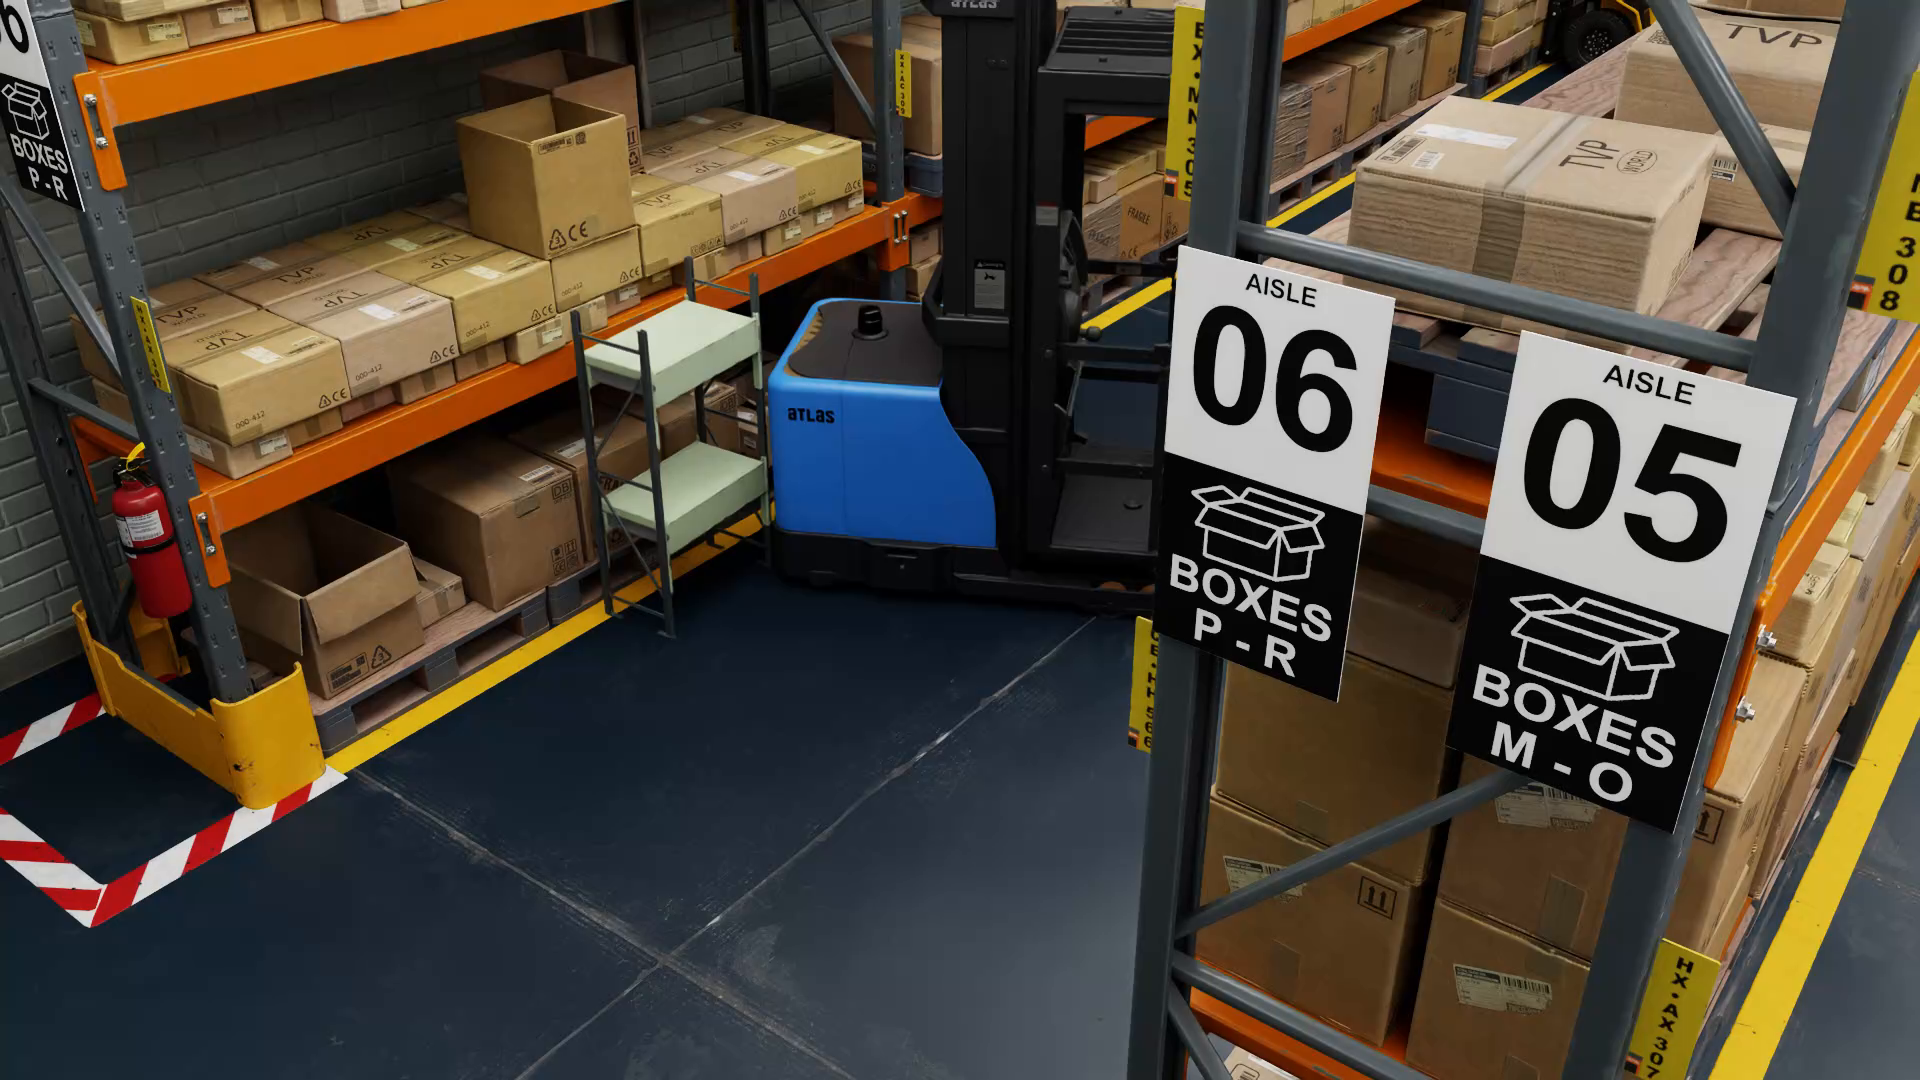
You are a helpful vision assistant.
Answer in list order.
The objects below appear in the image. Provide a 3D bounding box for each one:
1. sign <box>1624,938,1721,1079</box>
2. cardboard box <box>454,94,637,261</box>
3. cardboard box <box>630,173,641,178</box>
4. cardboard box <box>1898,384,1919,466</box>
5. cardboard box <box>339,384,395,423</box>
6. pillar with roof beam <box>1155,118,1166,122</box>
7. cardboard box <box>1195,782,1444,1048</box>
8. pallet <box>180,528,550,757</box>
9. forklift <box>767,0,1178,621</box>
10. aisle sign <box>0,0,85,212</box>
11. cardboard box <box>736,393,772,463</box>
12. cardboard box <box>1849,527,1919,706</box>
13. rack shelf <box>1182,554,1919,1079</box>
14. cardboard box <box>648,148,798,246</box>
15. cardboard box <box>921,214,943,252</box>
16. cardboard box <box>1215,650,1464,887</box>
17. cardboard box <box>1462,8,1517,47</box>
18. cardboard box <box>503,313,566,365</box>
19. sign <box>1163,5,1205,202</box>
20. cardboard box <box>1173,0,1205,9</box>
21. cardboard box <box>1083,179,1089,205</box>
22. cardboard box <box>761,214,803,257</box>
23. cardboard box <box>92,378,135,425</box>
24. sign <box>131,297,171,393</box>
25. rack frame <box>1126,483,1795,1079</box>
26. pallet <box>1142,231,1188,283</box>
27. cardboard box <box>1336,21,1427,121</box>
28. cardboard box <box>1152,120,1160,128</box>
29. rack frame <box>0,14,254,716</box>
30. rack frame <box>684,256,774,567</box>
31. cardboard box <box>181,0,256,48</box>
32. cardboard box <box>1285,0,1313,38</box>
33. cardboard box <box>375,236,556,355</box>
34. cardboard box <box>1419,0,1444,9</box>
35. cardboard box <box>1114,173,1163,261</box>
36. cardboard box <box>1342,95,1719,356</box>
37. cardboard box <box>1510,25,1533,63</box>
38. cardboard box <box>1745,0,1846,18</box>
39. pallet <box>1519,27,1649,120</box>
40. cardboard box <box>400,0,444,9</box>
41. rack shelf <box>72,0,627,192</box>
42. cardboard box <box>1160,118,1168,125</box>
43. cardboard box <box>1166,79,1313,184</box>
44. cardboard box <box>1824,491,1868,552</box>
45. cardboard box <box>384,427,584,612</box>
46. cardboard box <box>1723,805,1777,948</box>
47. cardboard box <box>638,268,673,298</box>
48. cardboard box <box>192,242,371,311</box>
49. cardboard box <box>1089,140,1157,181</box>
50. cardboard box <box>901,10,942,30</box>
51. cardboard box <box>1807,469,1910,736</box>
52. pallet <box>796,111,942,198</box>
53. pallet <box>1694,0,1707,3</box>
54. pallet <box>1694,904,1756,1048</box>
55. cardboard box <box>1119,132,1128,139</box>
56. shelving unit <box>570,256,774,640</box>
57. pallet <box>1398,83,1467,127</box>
[{"bbox_3d":[1.260,0.848,2.950,0.100,0.325,0.005,21,37,31],"label":"sign"},{"bbox_3d":[-1.744,-1.542,7.030,0.500,0.500,0.500,22,37,32],"label":"cardboard box"},{"bbox_3d":[-1.848,-1.601,7.864,0.500,0.250,0.500,22,37,32],"label":"cardboard box"},{"bbox_3d":[2.226,-0.347,4.179,0.380,0.149,0.250,20,36,30],"label":"cardboard box"},{"bbox_3d":[-2.473,-0.621,6.602,0.380,0.149,0.250,21,36,31],"label":"cardboard box"},{"bbox_3d":[5.192,-5.760,9.142,9.100,9.000,0.400,21,37,31],"label":"pillar with roof beam"},{"bbox_3d":[0.902,0.761,3.926,0.500,0.500,0.500,21,37,32],"label":"cardboard box"},{"bbox_3d":[-2.612,0.400,7.369,1.003,0.211,1.213,21,37,31],"label":"pallet"},{"bbox_3d":[0.688,-1.178,7.363,3.031,2.935,1.130,5,31,8],"label":"forklift"},{"bbox_3d":[-2.945,-1.445,5.196,0.394,0.787,0.004,21,37,31],"label":"aisle sign"},{"bbox_3d":[-1.041,-0.613,8.612,0.396,0.266,0.258,23,37,33],"label":"cardboard box"},{"bbox_3d":[2.562,0.099,5.042,0.500,0.500,0.500,21,36,31],"label":"cardboard box"},{"bbox_3d":[2.029,0.578,5.038,1.077,0.370,4.000,21,37,31],"label":"rack shelf"},{"bbox_3d":[-1.127,-1.644,7.937,0.500,0.250,0.500,21,37,31],"label":"cardboard box"},{"bbox_3d":[-0.176,-1.767,9.402,0.380,0.149,0.250,19,36,29],"label":"cardboard box"},{"bbox_3d":[0.923,0.339,3.657,0.500,0.500,0.500,22,37,33],"label":"cardboard box"},{"bbox_3d":[4.644,-4.637,14.927,0.500,0.250,0.500,21,37,31],"label":"cardboard box"},{"bbox_3d":[-1.904,-0.894,7.063,0.380,0.149,0.250,20,36,30],"label":"cardboard box"},{"bbox_3d":[0.397,-0.729,2.804,0.100,0.325,0.005,21,37,31],"label":"sign"},{"bbox_3d":[1.312,-3.284,10.585,0.500,0.250,0.500,19,36,29],"label":"cardboard box"},{"bbox_3d":[0.583,-2.188,10.403,0.380,0.149,0.250,21,37,31],"label":"cardboard box"},{"bbox_3d":[-0.992,-1.530,8.135,0.380,0.149,0.250,22,37,32],"label":"cardboard box"},{"bbox_3d":[-3.152,-0.554,6.489,0.380,0.149,0.250,21,36,31],"label":"cardboard box"},{"bbox_3d":[-2.705,-0.650,5.556,0.100,0.325,0.005,21,37,31],"label":"sign"},{"bbox_3d":[0.822,1.081,3.483,1.000,3.000,0.127,21,37,31],"label":"rack frame"},{"bbox_3d":[1.210,-2.205,11.764,1.003,0.211,1.213,21,37,31],"label":"pallet"},{"bbox_3d":[3.325,-3.953,13.895,0.875,0.625,0.625,21,36,31],"label":"cardboard box"},{"bbox_3d":[1.213,-2.717,11.932,0.500,0.500,0.500,23,37,33],"label":"cardboard box"},{"bbox_3d":[-3.138,-0.445,6.058,1.000,3.000,0.127,21,37,31],"label":"rack frame"},{"bbox_3d":[-1.067,-0.570,7.738,0.400,1.500,0.023,18,35,27],"label":"rack frame"},{"bbox_3d":[-2.623,-1.800,5.649,0.380,0.149,0.250,22,37,32],"label":"cardboard box"},{"bbox_3d":[2.154,-3.737,11.761,0.500,0.250,0.500,21,37,31],"label":"cardboard box"},{"bbox_3d":[-2.042,-1.022,6.887,0.500,0.250,0.500,20,36,30],"label":"cardboard box"},{"bbox_3d":[4.249,-5.010,15.066,0.500,0.250,0.500,22,37,32],"label":"cardboard box"},{"bbox_3d":[0.983,-2.150,10.976,0.500,0.500,0.500,23,38,33],"label":"cardboard box"},{"bbox_3d":[1.021,-0.579,2.979,0.500,0.250,0.500,18,35,27],"label":"cardboard box"},{"bbox_3d":[4.956,-4.626,15.399,0.500,0.250,0.500,20,36,30],"label":"cardboard box"},{"bbox_3d":[2.158,-1.249,3.865,0.500,0.500,0.500,22,37,32],"label":"cardboard box"},{"bbox_3d":[1.997,-0.974,4.096,1.003,0.211,1.213,21,37,31],"label":"pallet"},{"bbox_3d":[-2.070,-2.077,6.117,0.380,0.149,0.250,21,37,31],"label":"cardboard box"},{"bbox_3d":[-1.931,-2.239,6.849,1.077,0.370,4.000,21,37,31],"label":"rack shelf"},{"bbox_3d":[1.595,-2.802,11.440,0.380,0.149,0.250,19,36,29],"label":"cardboard box"},{"bbox_3d":[2.079,-3.105,12.464,0.875,0.625,0.625,22,37,33],"label":"cardboard box"},{"bbox_3d":[1.751,-0.041,3.662,0.380,0.149,0.250,20,36,30],"label":"cardboard box"},{"bbox_3d":[-2.146,-0.105,7.525,0.700,0.500,0.500,23,38,33],"label":"cardboard box"},{"bbox_3d":[1.623,0.717,3.999,0.500,0.500,0.500,21,36,31],"label":"cardboard box"},{"bbox_3d":[-1.549,-1.248,7.661,0.380,0.149,0.250,22,37,32],"label":"cardboard box"},{"bbox_3d":[-2.760,-0.986,6.827,0.500,0.250,0.500,21,37,31],"label":"cardboard box"},{"bbox_3d":[1.065,-2.495,10.921,0.380,0.149,0.250,22,37,33],"label":"cardboard box"},{"bbox_3d":[0.060,-2.633,9.240,0.700,0.500,0.500,22,37,32],"label":"cardboard box"},{"bbox_3d":[1.949,0.077,4.099,0.500,0.500,0.500,21,36,31],"label":"cardboard box"},{"bbox_3d":[-0.154,-2.279,9.342,1.003,0.211,1.213,21,37,31],"label":"pallet"},{"bbox_3d":[2.734,-1.467,4.929,1.003,0.211,1.213,21,37,31],"label":"pallet"},{"bbox_3d":[1.979,1.438,5.616,1.003,0.211,1.213,21,37,31],"label":"pallet"},{"bbox_3d":[0.946,-2.865,11.546,0.380,0.149,0.250,22,37,33],"label":"cardboard box"},{"bbox_3d":[-1.259,-0.412,7.470,0.431,1.500,0.755,18,35,27],"label":"shelving unit"},{"bbox_3d":[3.692,-3.811,14.474,1.003,0.211,1.213,21,37,31],"label":"pallet"}]
